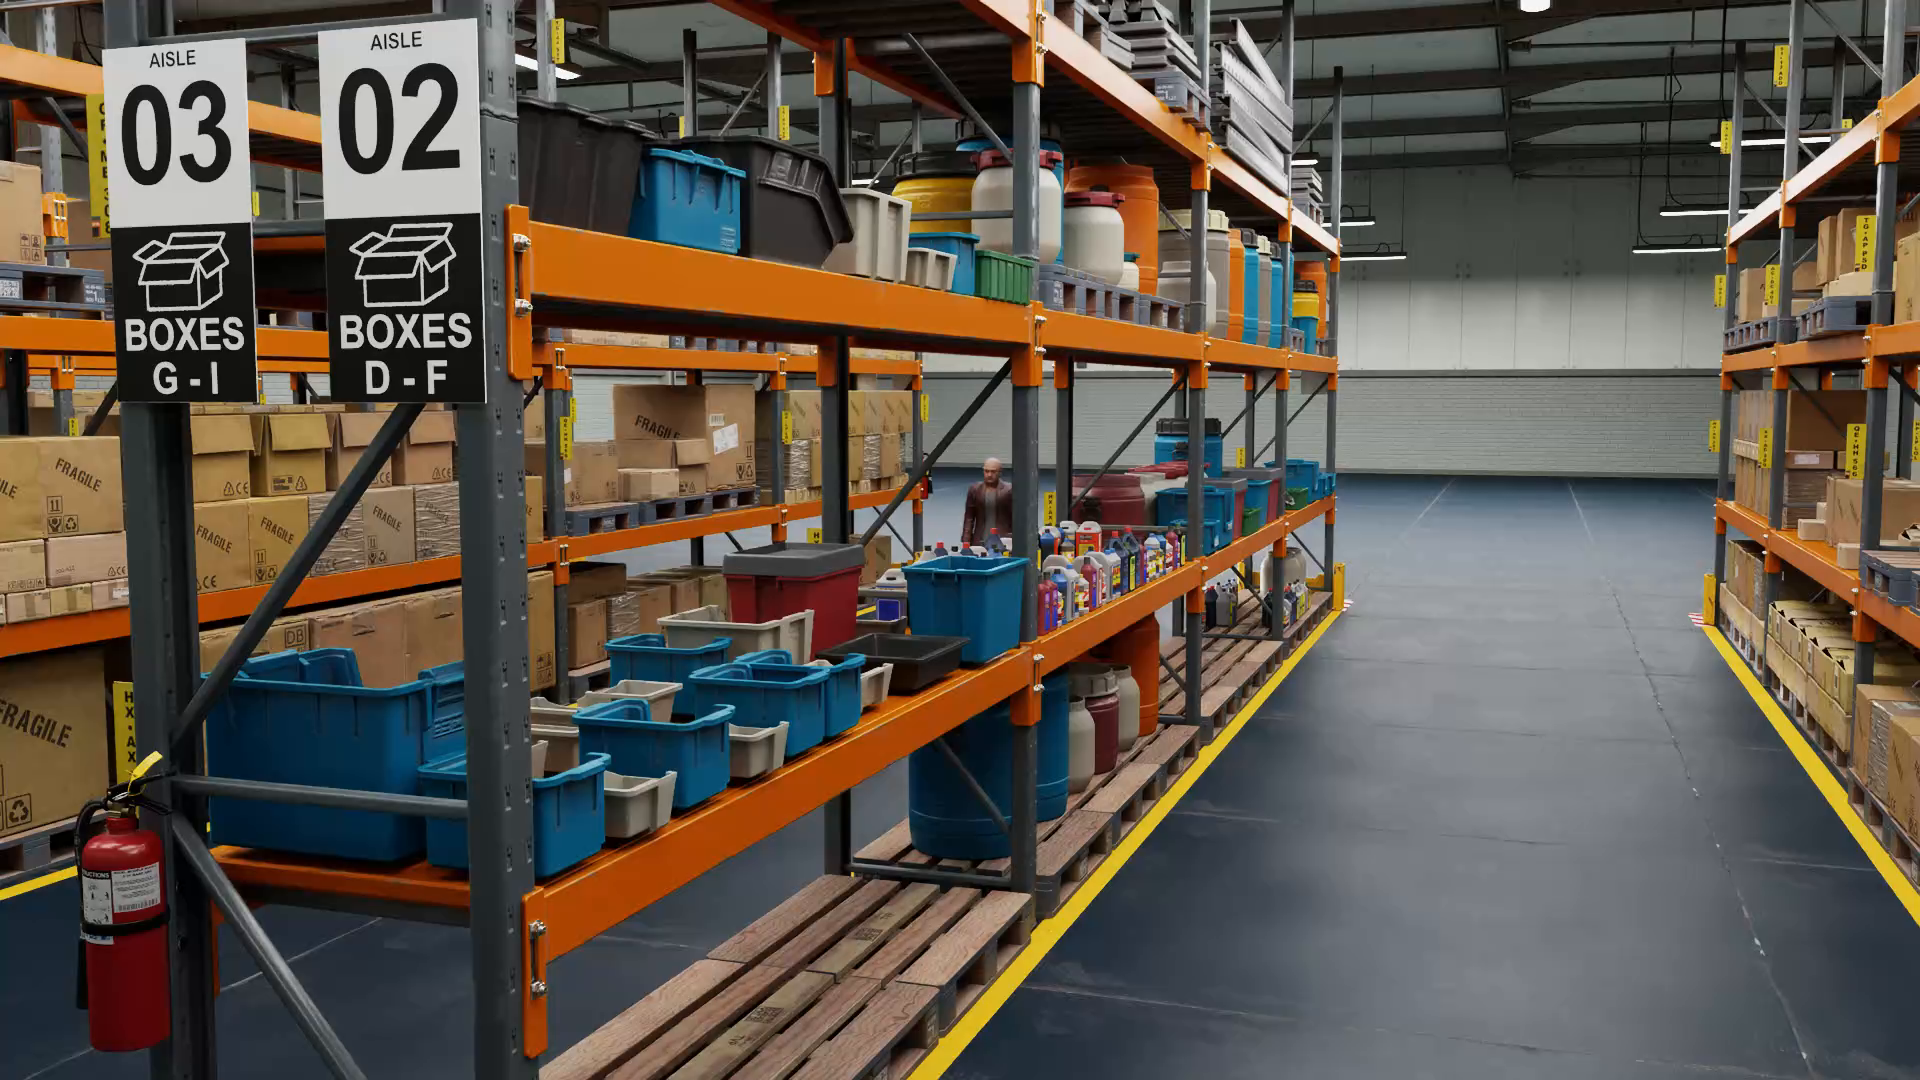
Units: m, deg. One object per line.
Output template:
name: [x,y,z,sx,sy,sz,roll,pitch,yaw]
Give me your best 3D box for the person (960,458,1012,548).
person: [0.323,0.052,16.841,0.654,1.774,0.415,2,5,17]
